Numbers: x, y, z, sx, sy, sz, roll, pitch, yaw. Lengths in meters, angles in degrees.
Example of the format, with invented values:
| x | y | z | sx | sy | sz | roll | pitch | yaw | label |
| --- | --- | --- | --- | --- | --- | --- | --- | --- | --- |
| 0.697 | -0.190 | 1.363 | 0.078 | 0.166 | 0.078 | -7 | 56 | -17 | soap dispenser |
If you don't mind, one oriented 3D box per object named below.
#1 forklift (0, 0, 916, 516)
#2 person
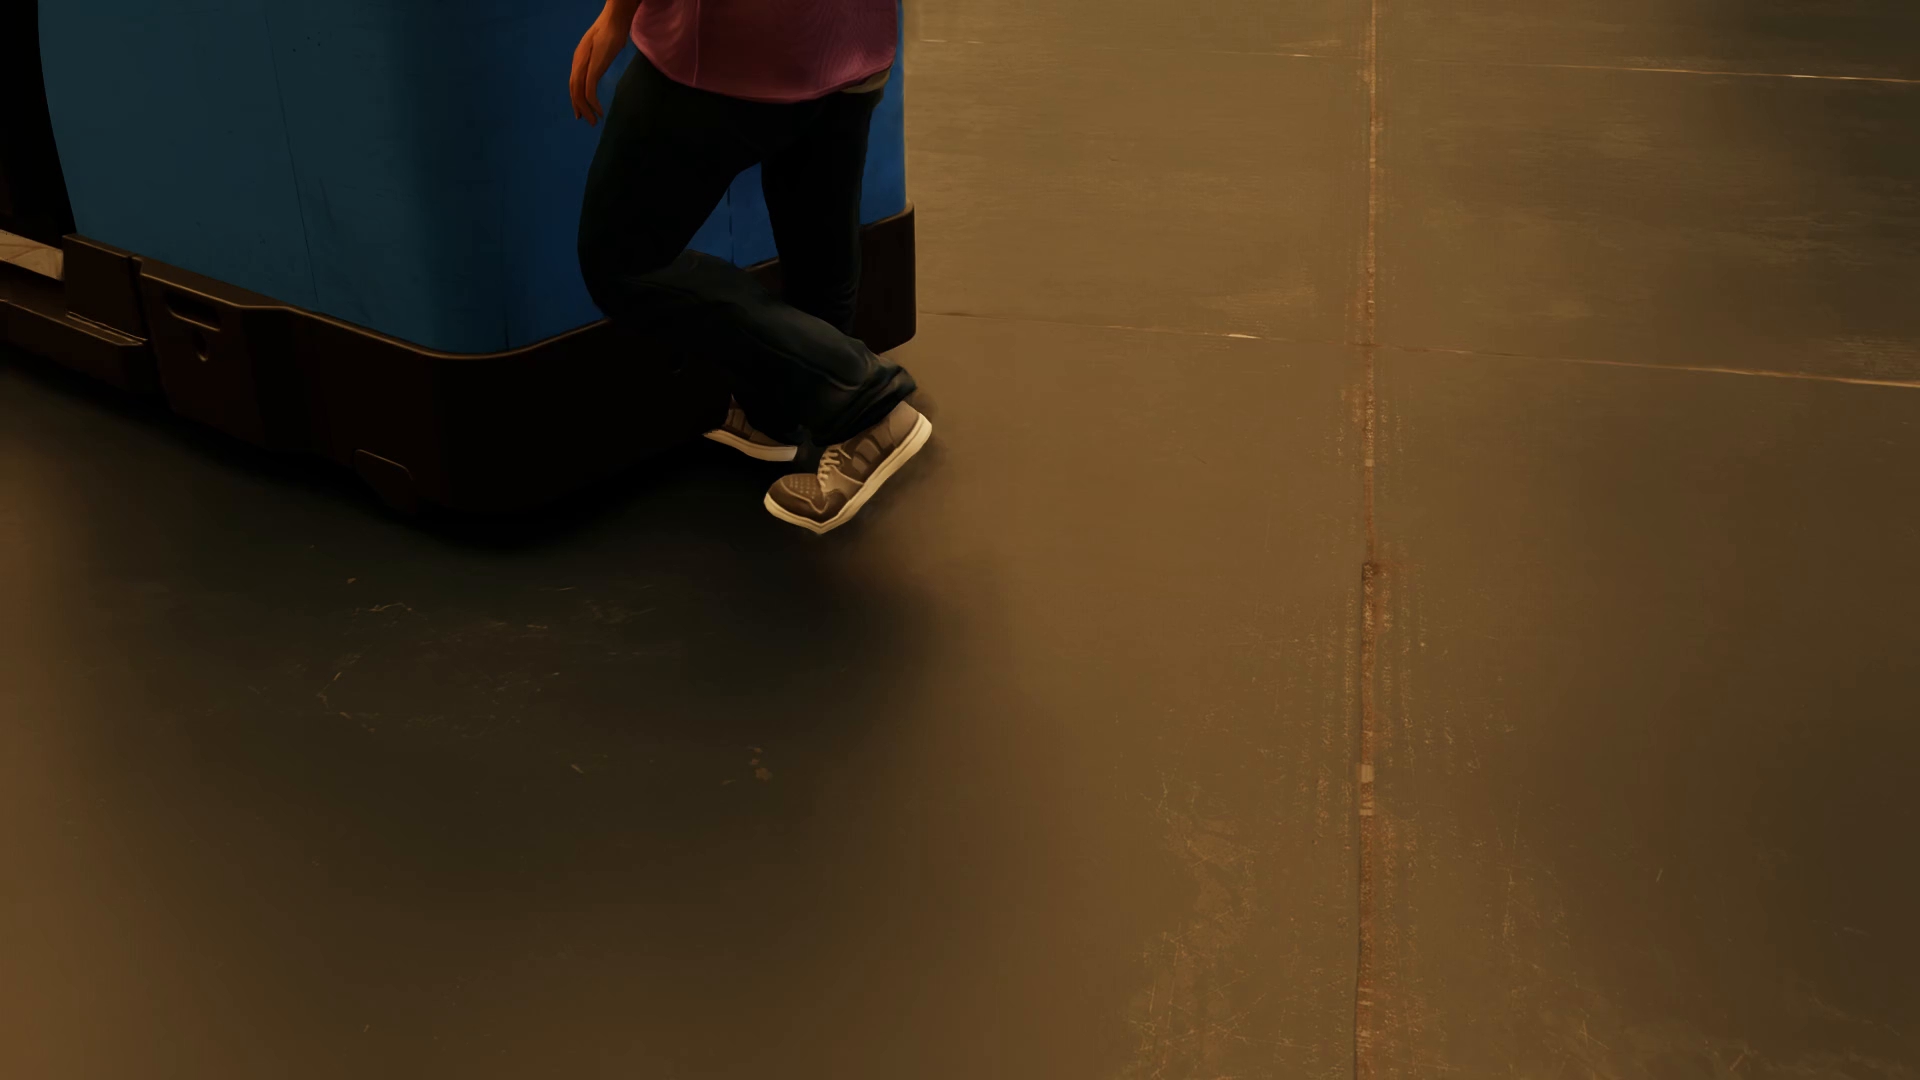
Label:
| x | y | z | sx | sy | sz | roll | pitch | yaw | label |
| --- | --- | --- | --- | --- | --- | --- | --- | --- | --- |
| -1.570 | -1.859 | 2.931 | 3.031 | 2.935 | 1.130 | 18 | 32 | 32 | forklift |
| -0.344 | -0.695 | 2.168 | 0.636 | 1.503 | 0.594 | 14 | 30 | 26 | person |
